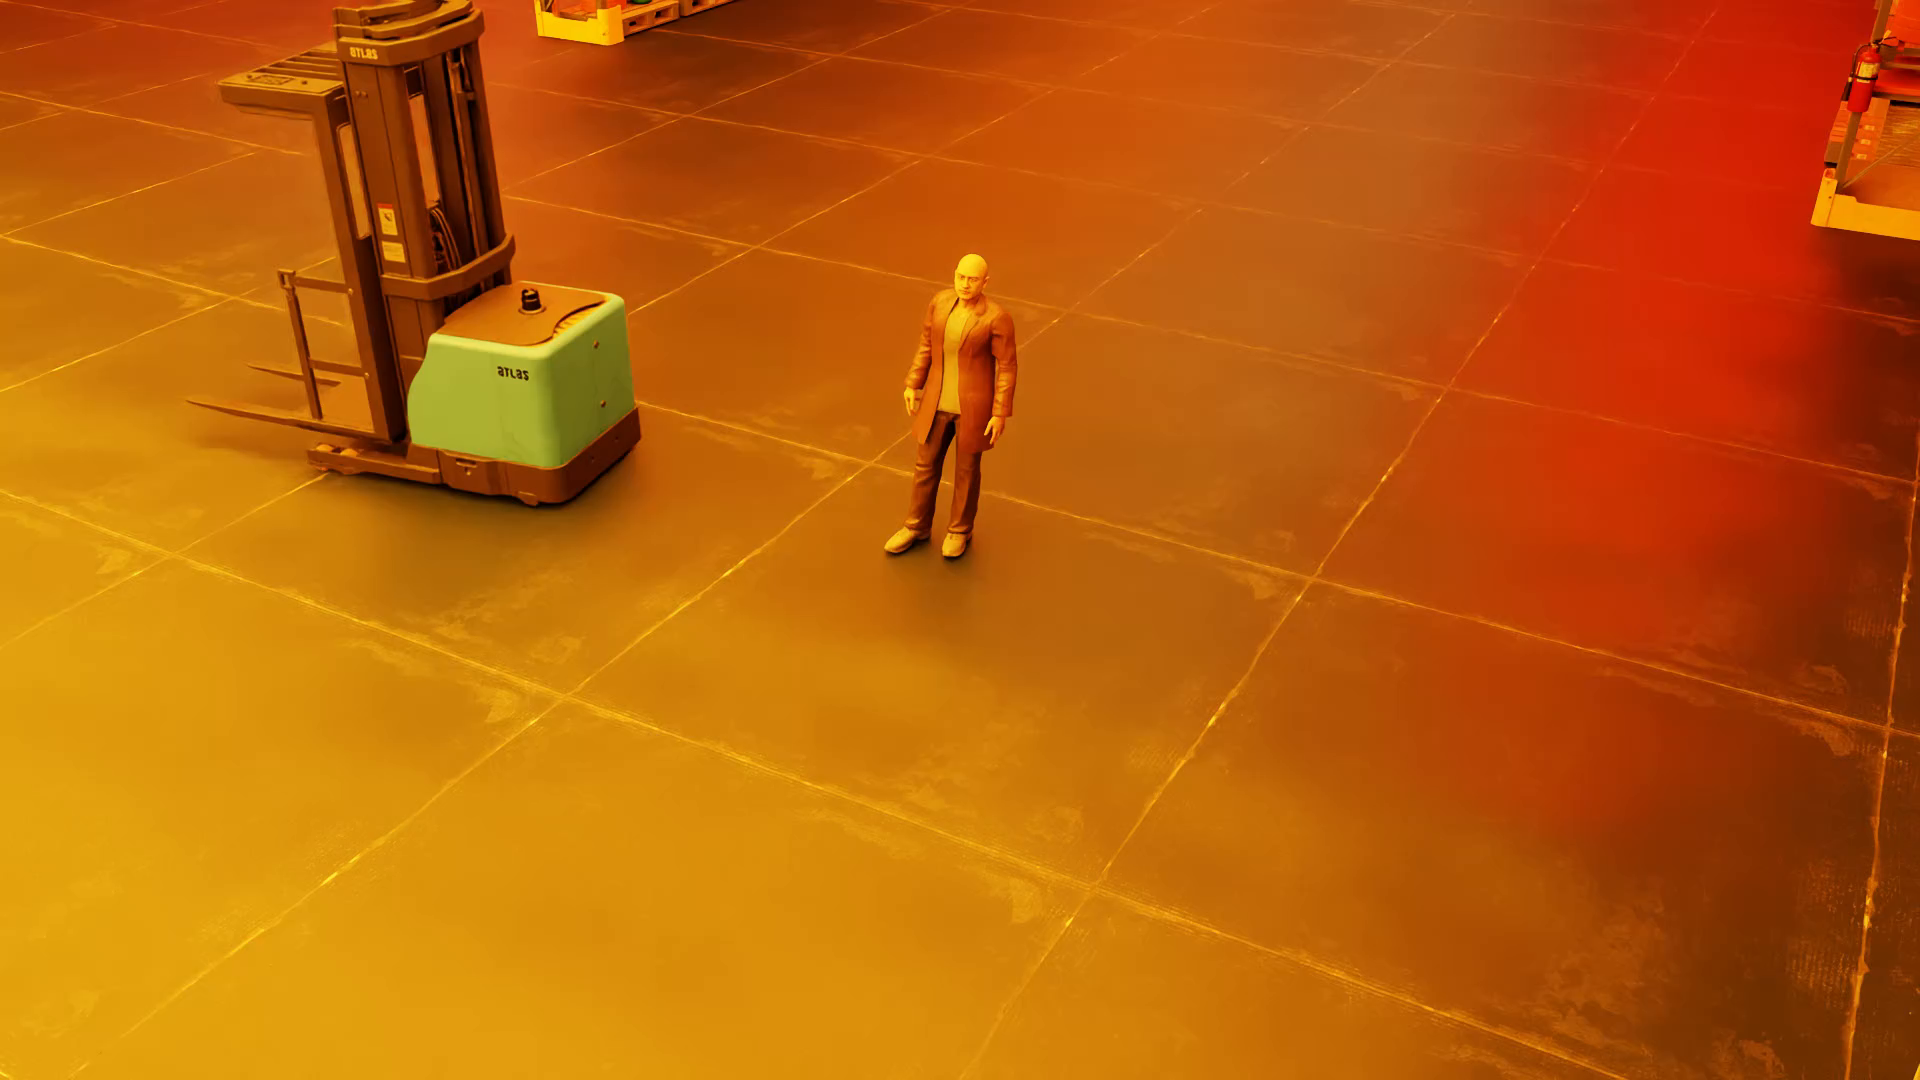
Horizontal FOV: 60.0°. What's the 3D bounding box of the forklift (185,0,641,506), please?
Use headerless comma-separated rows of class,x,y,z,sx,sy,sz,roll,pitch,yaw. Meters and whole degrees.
forklift,-3.687,-1.923,10.402,3.031,2.935,1.130,10,32,17

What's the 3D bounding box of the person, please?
person,-0.048,-0.738,9.488,0.696,1.775,0.582,15,33,25
